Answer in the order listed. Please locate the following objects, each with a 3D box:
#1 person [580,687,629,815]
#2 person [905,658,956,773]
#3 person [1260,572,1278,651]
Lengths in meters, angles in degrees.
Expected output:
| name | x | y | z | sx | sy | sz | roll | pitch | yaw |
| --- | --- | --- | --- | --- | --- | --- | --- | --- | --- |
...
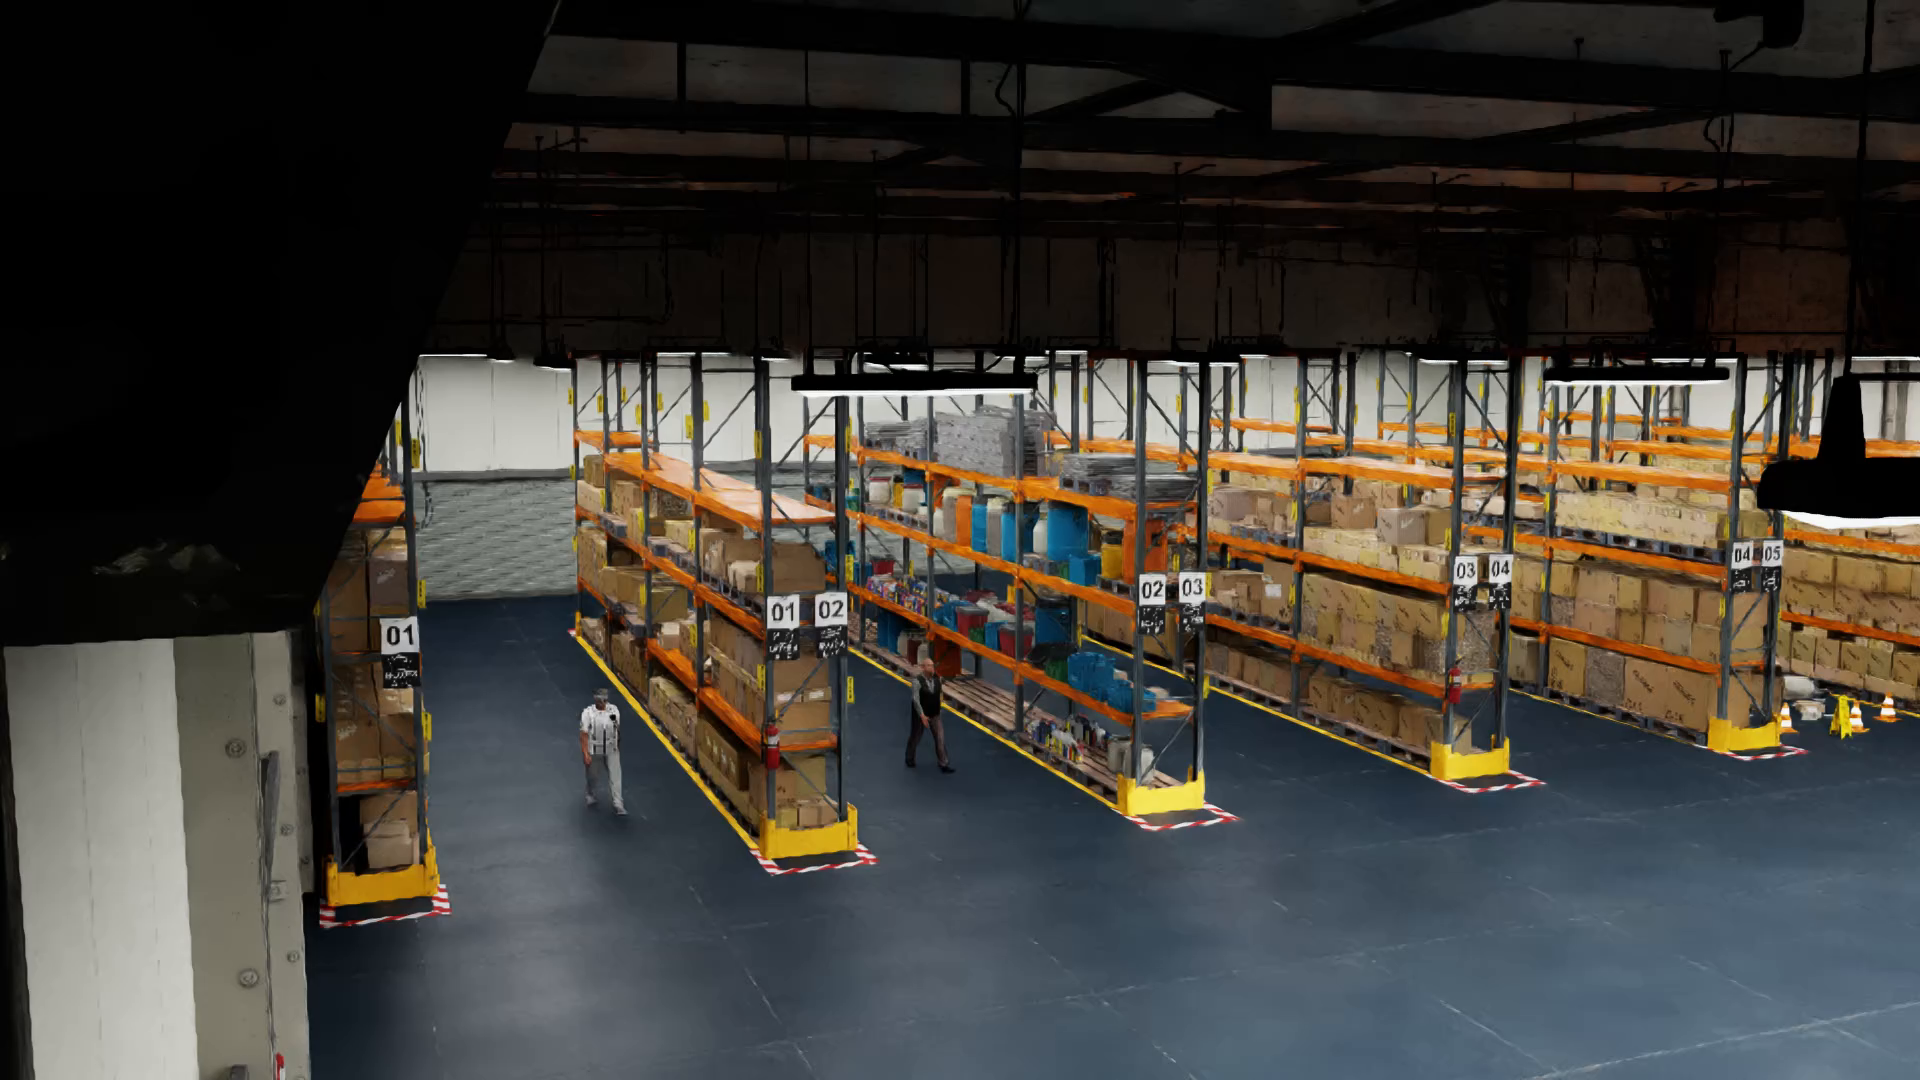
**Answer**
| name | x | y | z | sx | sy | sz | roll | pitch | yaw |
| --- | --- | --- | --- | --- | --- | --- | --- | --- | --- |
| person | -4.736 | 2.752 | 21.966 | 0.545 | 1.671 | 1.116 | -3 | 8 | -23 |
| person | -0.476 | 2.520 | 24.014 | 0.538 | 1.662 | 1.013 | -4 | 8 | -29 |
| person | 5.983 | 1.407 | 32.475 | 0.497 | 1.765 | 0.625 | 1 | 7 | 9 |
